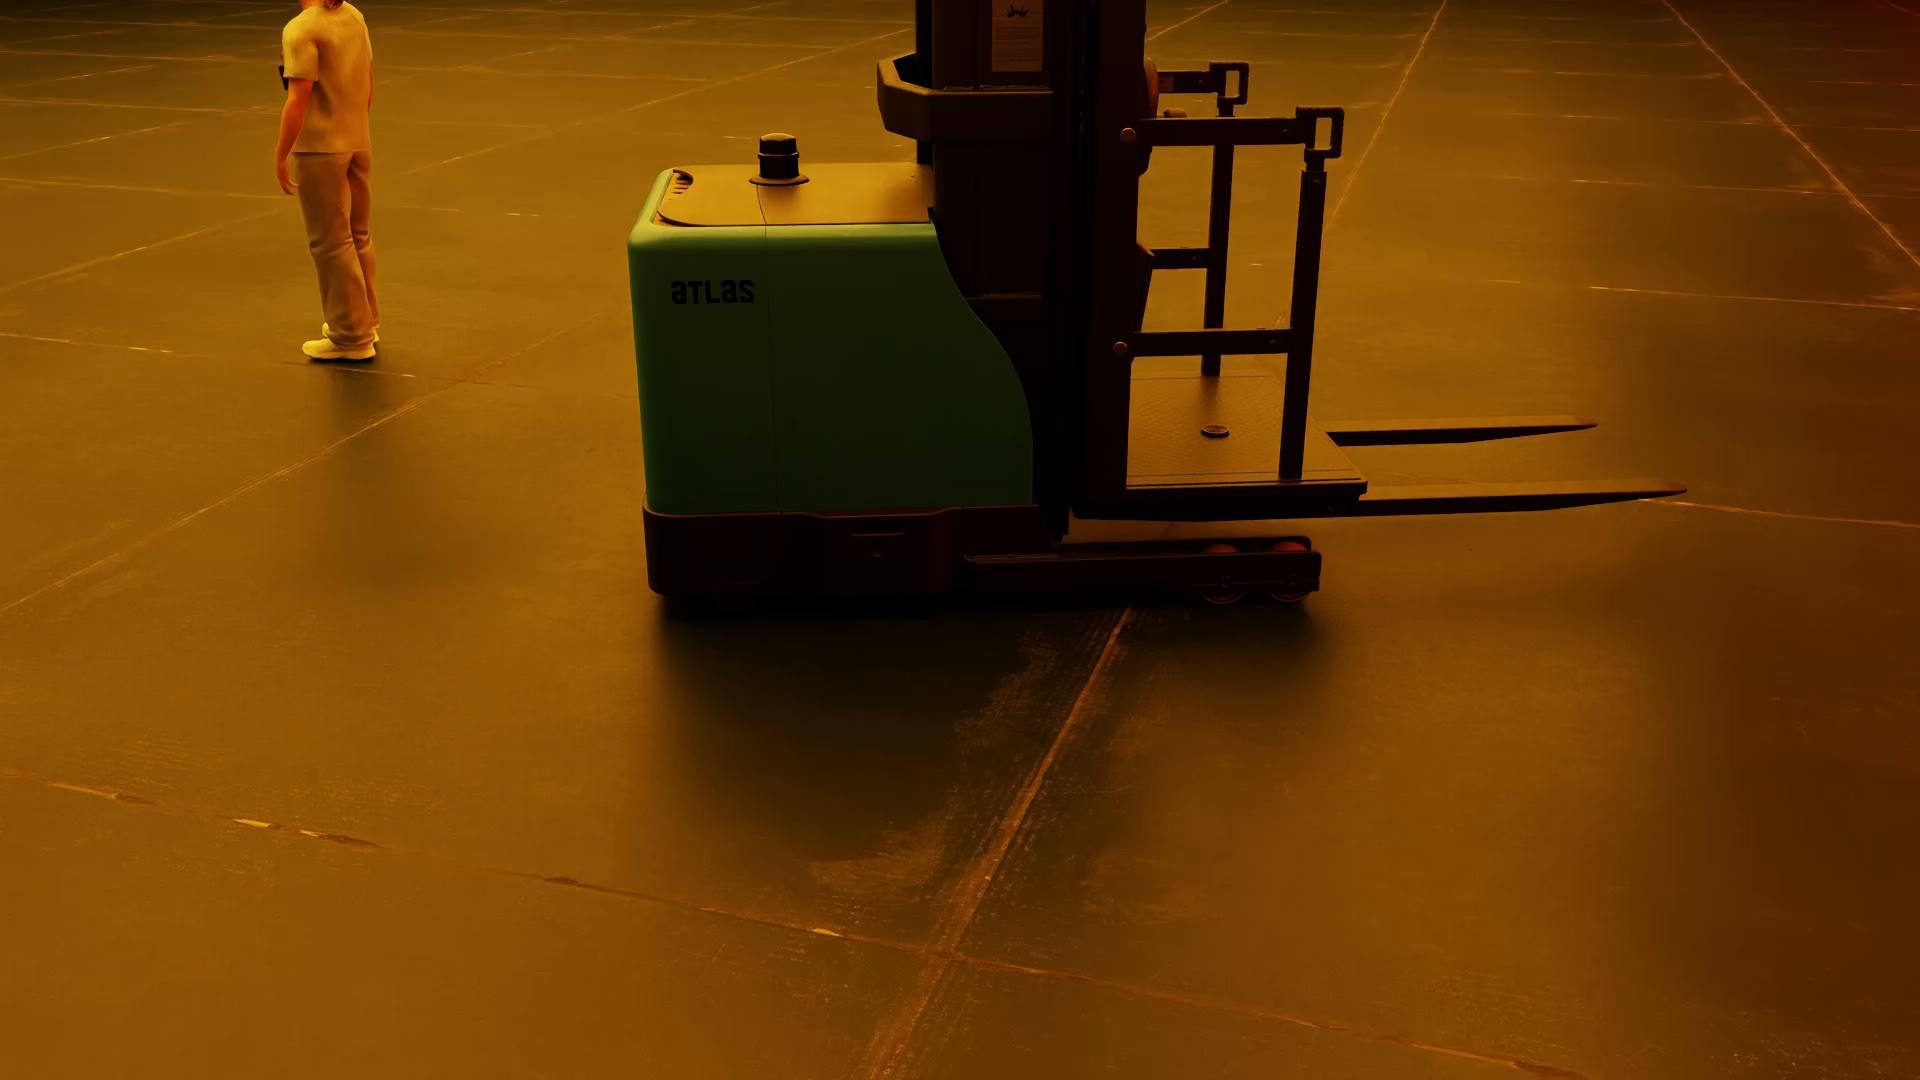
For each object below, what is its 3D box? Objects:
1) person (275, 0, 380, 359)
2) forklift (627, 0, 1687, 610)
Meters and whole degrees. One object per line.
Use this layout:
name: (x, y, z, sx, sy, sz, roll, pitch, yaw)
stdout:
person: (-2.573, -1.547, 6.652, 0.549, 1.674, 0.549, 6, 23, 15)
forklift: (0.606, -1.374, 4.608, 3.031, 2.935, 1.130, -2, 23, -4)
